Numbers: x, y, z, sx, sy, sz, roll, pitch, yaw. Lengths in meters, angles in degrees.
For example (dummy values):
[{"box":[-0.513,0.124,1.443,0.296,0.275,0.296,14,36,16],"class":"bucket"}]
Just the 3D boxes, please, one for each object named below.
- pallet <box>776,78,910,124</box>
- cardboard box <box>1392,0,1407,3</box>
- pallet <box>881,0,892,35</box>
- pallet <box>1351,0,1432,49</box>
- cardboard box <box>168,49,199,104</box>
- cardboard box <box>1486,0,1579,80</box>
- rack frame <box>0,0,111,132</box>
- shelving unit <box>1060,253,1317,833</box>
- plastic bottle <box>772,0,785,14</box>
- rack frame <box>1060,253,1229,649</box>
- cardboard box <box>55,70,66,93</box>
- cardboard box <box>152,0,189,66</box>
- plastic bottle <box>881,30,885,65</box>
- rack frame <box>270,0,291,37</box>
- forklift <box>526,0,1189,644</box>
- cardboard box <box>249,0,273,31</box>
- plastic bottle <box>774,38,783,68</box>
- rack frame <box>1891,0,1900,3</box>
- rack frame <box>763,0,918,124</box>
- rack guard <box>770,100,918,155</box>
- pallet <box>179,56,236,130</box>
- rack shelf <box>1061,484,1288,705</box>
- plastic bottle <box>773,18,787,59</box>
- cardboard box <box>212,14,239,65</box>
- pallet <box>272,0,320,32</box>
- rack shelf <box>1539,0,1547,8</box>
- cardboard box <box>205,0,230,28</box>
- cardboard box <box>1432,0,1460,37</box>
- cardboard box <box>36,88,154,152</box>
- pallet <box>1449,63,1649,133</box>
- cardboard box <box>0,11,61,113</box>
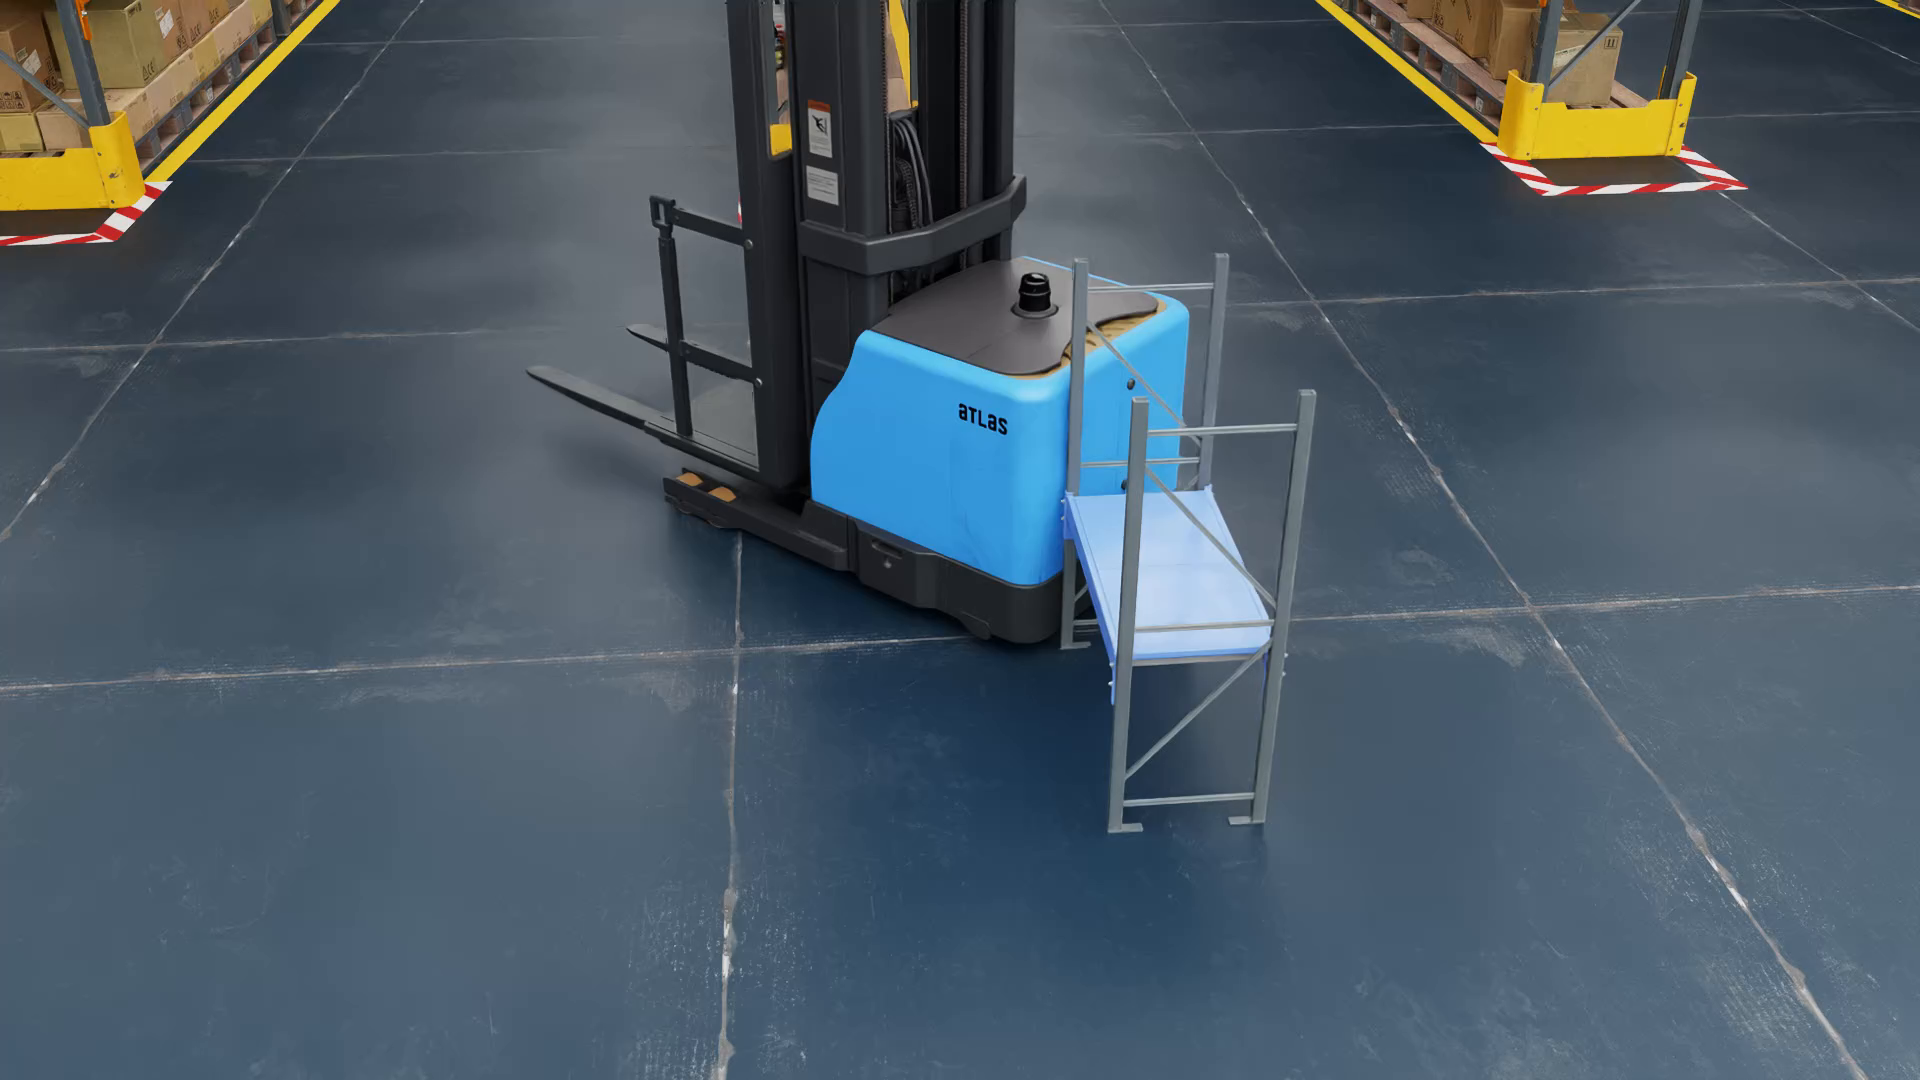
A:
[{"box":[-0.851,-2.877,11.361,1.003,0.211,1.213,-3,31,-5],"class":"pallet"},{"box":[3.828,-4.803,13.894,0.500,0.500,0.500,-4,31,-6],"class":"cardboard box"},{"box":[-1.079,-4.123,13.447,1.003,0.211,1.213,-3,31,-5],"class":"pallet"},{"box":[3.929,-4.364,13.850,1.003,0.211,1.213,-3,31,-5],"class":"pallet"},{"box":[-5.584,-3.182,11.424,0.500,0.250,0.500,-3,31,-5],"class":"cardboard box"},{"box":[4.073,-3.590,11.864,0.500,0.500,0.500,5,31,8],"class":"cardboard box"},{"box":[-5.659,-3.387,9.496,1.000,3.000,0.127,-3,31,-5],"class":"rack frame"},{"box":[0.665,-0.004,5.294,0.538,1.500,1.048,-3,31,-5],"class":"shelving unit"},{"box":[-1.363,-3.876,12.468,0.144,0.351,0.185,-2,31,-3],"class":"plastic bottle"},{"box":[0.617,-0.264,5.729,0.500,1.500,0.032,-3,31,-5],"class":"rack frame"},{"box":[-6.062,-2.901,10.954,0.500,0.250,0.500,-3,31,-5],"class":"cardboard box"},{"box":[-5.595,-3.503,11.231,0.500,0.500,0.500,-3,31,-5],"class":"cardboard box"},{"box":[-0.586,-3.581,12.051,0.097,0.271,0.097,0,31,0],"class":"plastic bottle"},{"box":[-6.032,-5.429,12.915,1.000,3.000,0.127,-3,31,-5],"class":"rack frame"},{"box":[-0.604,-1.496,6.396,3.031,2.935,1.130,22,37,32],"class":"forklift"},{"box":[-5.772,-4.203,13.133,0.500,0.250,0.500,-3,31,-5],"class":"cardboard box"},{"box":[-1.335,-3.527,12.029,0.097,0.201,0.097,0,31,0],"class":"plastic bottle"},{"box":[8.779,-6.088,14.018,1.000,3.000,0.127,-3,31,-5],"class":"rack frame"},{"box":[-0.727,-3.623,9.890,1.000,3.000,0.127,-3,31,-5],"class":"rack frame"},{"box":[-0.781,-2.586,10.592,1.175,0.500,0.348,-3,31,-5],"class":"rack guard"},{"box":[-5.883,-3.200,11.901,1.003,0.211,1.213,-3,31,-5],"class":"pallet"},{"box":[0.665,0.150,5.386,0.538,0.185,1.000,-3,31,-5],"class":"rack shelf"},{"box":[-1.331,-3.689,12.228,0.152,0.276,0.135,-3,31,-4],"class":"plastic bottle"},{"box":[-5.673,-3.693,12.279,0.500,0.250,0.500,-3,31,-5],"class":"cardboard box"},{"box":[-6.140,-4.607,14.256,1.003,0.211,1.213,-3,31,-5],"class":"pallet"},{"box":[4.018,-4.572,12.181,1.077,0.370,4.000,-3,31,-5],"class":"rack shelf"},{"box":[-5.686,-4.014,12.086,0.500,0.500,0.500,-3,31,-5],"class":"cardboard box"},{"box":[4.026,-4.198,12.881,0.500,0.500,0.500,-5,31,-9],"class":"cardboard box"},{"box":[-5.487,-2.672,10.569,0.500,0.250,0.500,-3,31,-5],"class":"cardboard box"},{"box":[4.157,-3.118,11.764,1.003,0.211,1.213,-3,31,-5],"class":"pallet"},{"box":[-6.005,-2.969,10.335,0.500,0.500,0.500,-3,31,-5],"class":"cardboard box"}]
